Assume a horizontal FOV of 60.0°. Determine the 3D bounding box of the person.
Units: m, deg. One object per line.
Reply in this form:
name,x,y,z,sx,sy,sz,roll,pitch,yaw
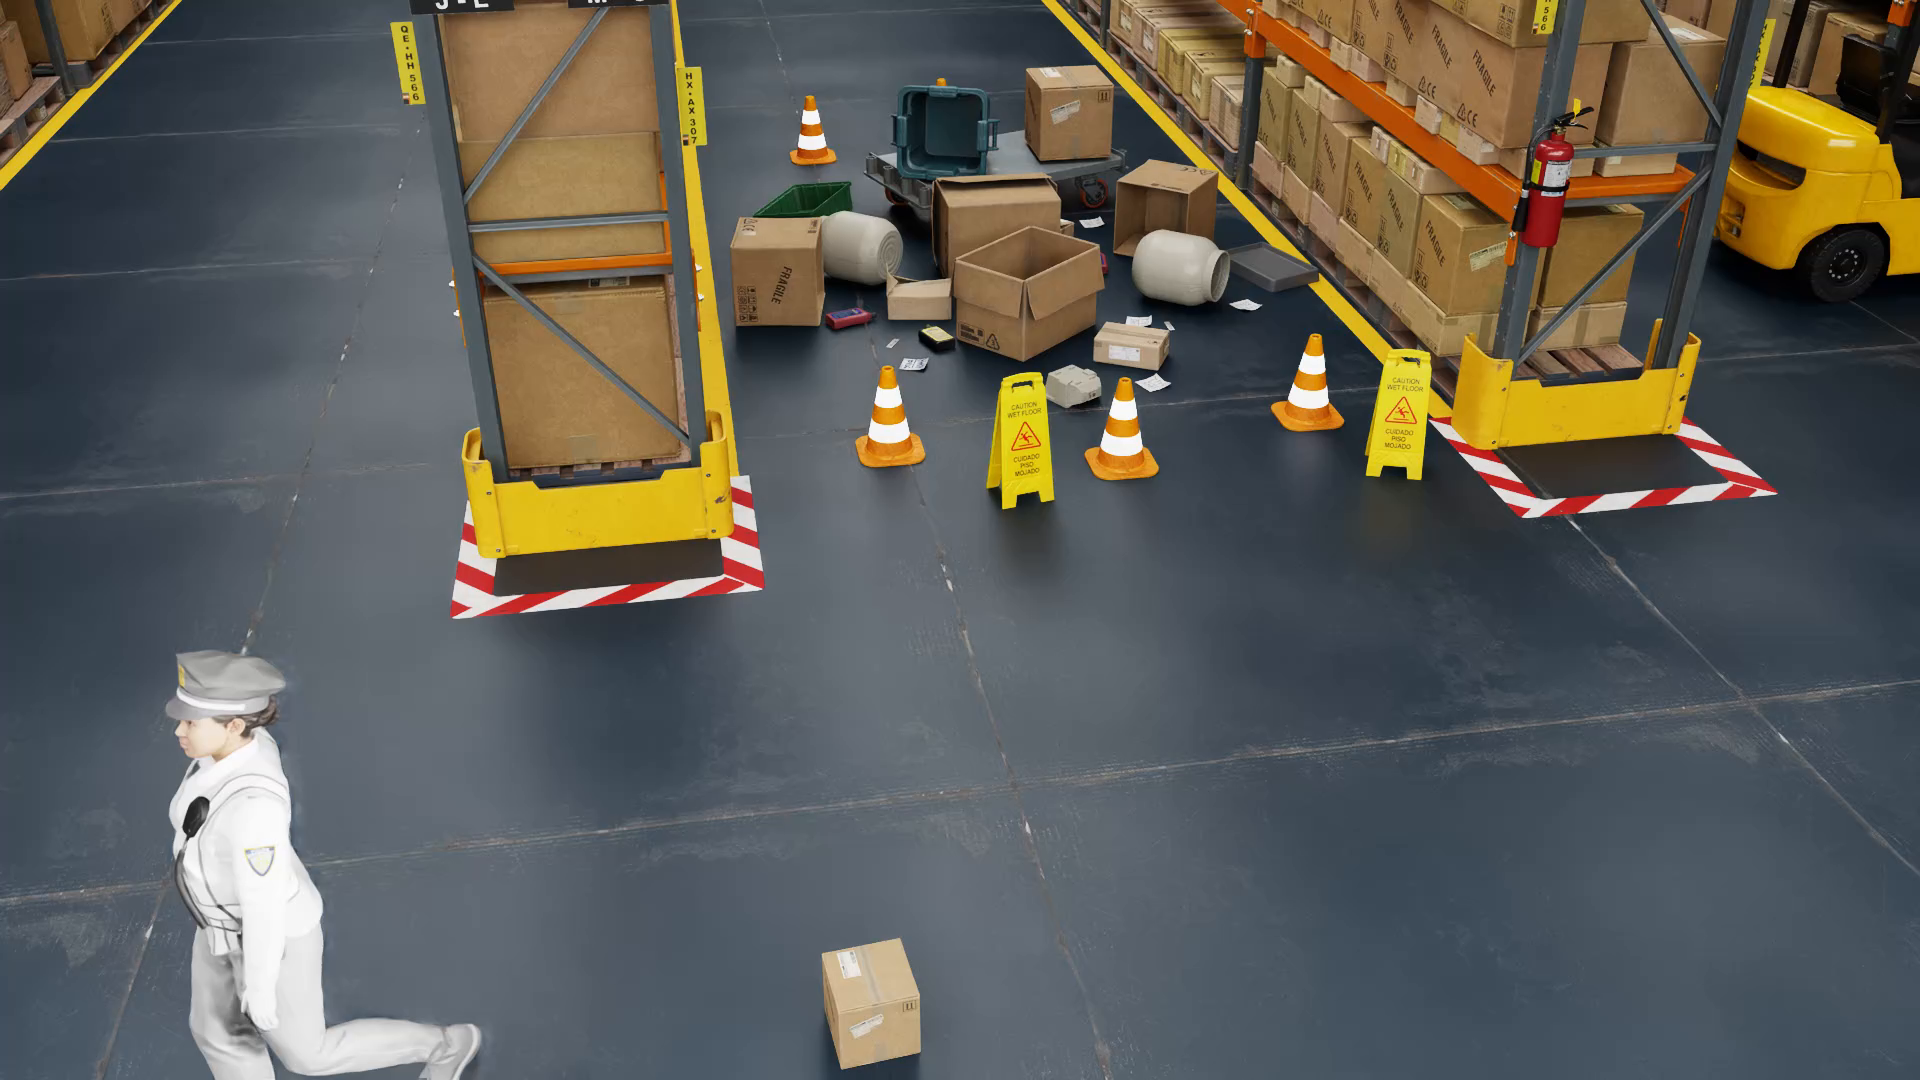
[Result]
person,-1.808,1.001,4.411,0.852,1.648,0.496,-17,35,-26
